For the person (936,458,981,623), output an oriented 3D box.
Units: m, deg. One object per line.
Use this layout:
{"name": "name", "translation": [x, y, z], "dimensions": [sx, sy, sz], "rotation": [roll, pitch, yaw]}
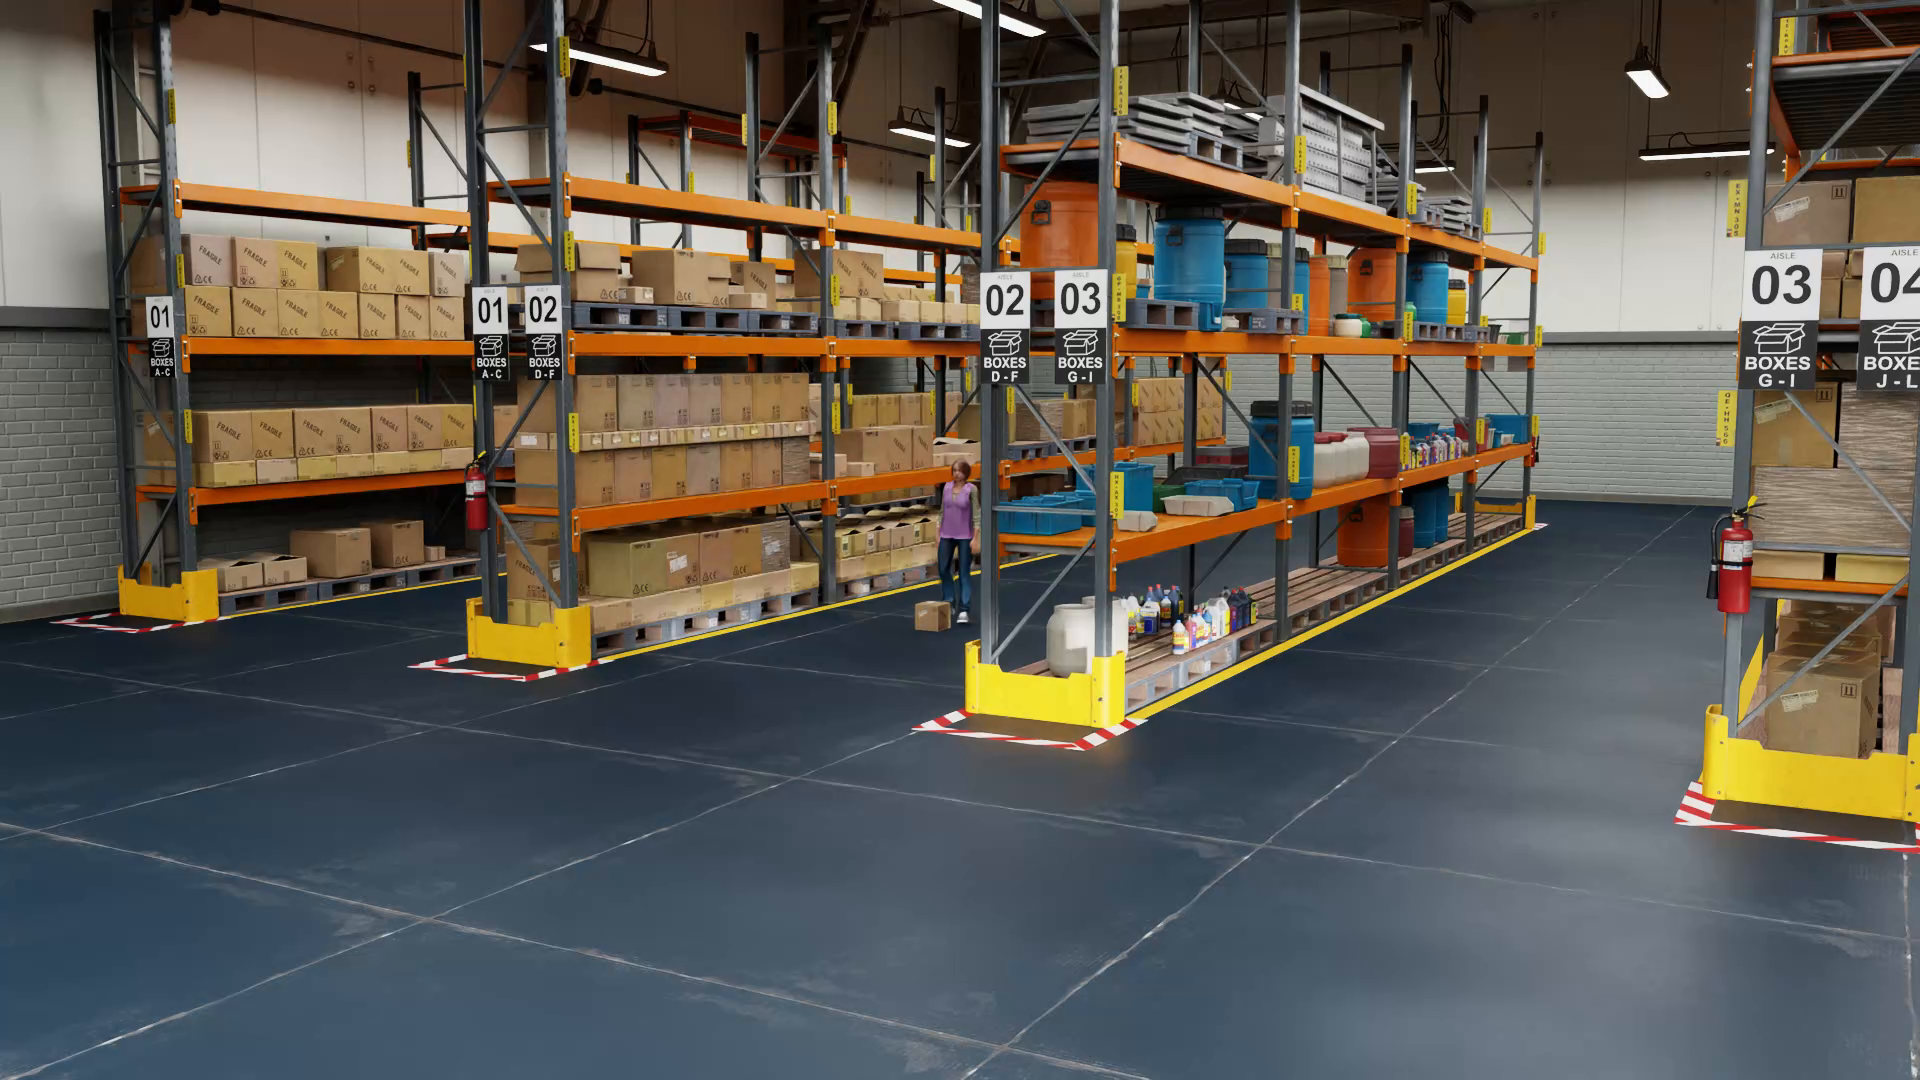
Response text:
{"name": "person", "translation": [-0.028, 0.017, 16.328], "dimensions": [0.464, 1.637, 0.373], "rotation": [2, 7, 19]}
